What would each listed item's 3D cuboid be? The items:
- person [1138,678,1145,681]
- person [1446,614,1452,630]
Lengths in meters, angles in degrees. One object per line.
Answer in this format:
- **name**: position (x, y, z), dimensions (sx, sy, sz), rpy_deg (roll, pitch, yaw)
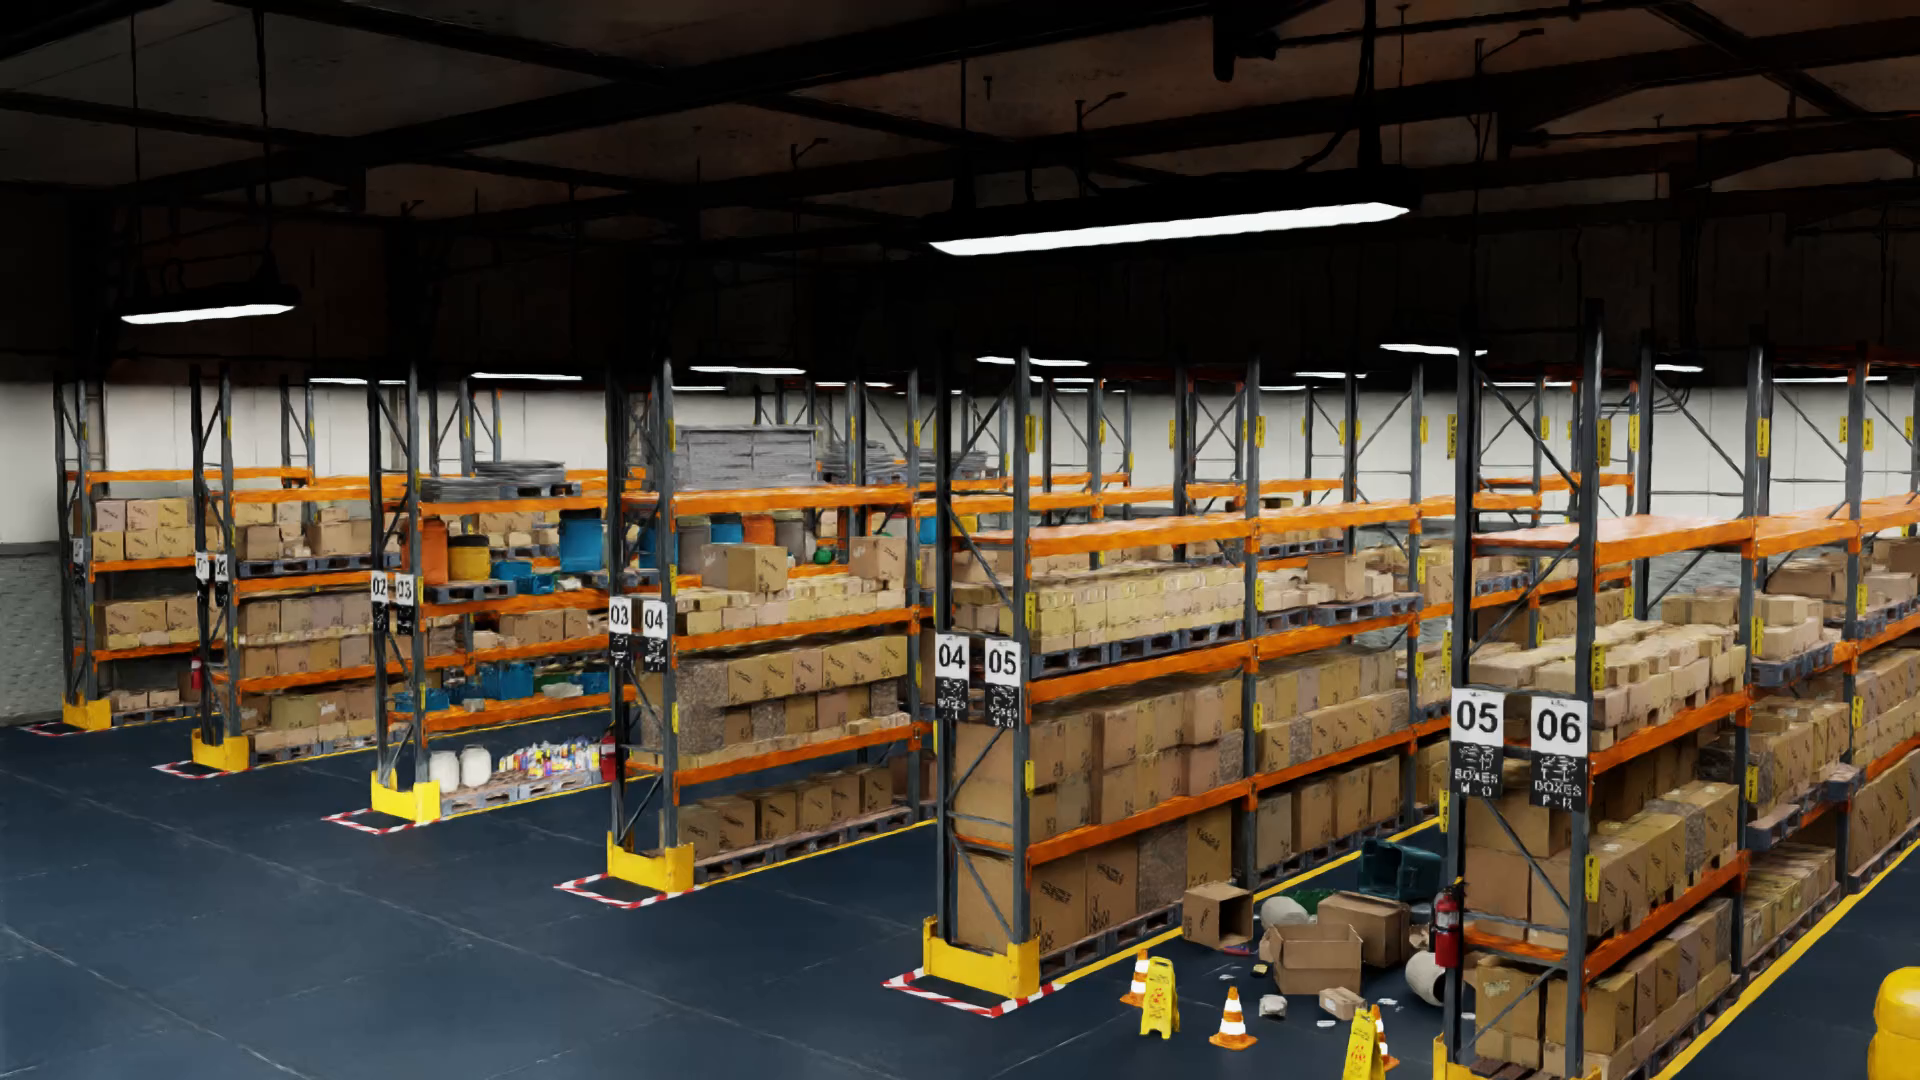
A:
- **person**: position (2.594, 2.615, 23.323), dimensions (0.574, 1.698, 1.193), rpy_deg (4, 6, 42)
- **person**: position (9.492, 2.019, 31.681), dimensions (0.553, 1.725, 1.030), rpy_deg (3, 5, 39)
